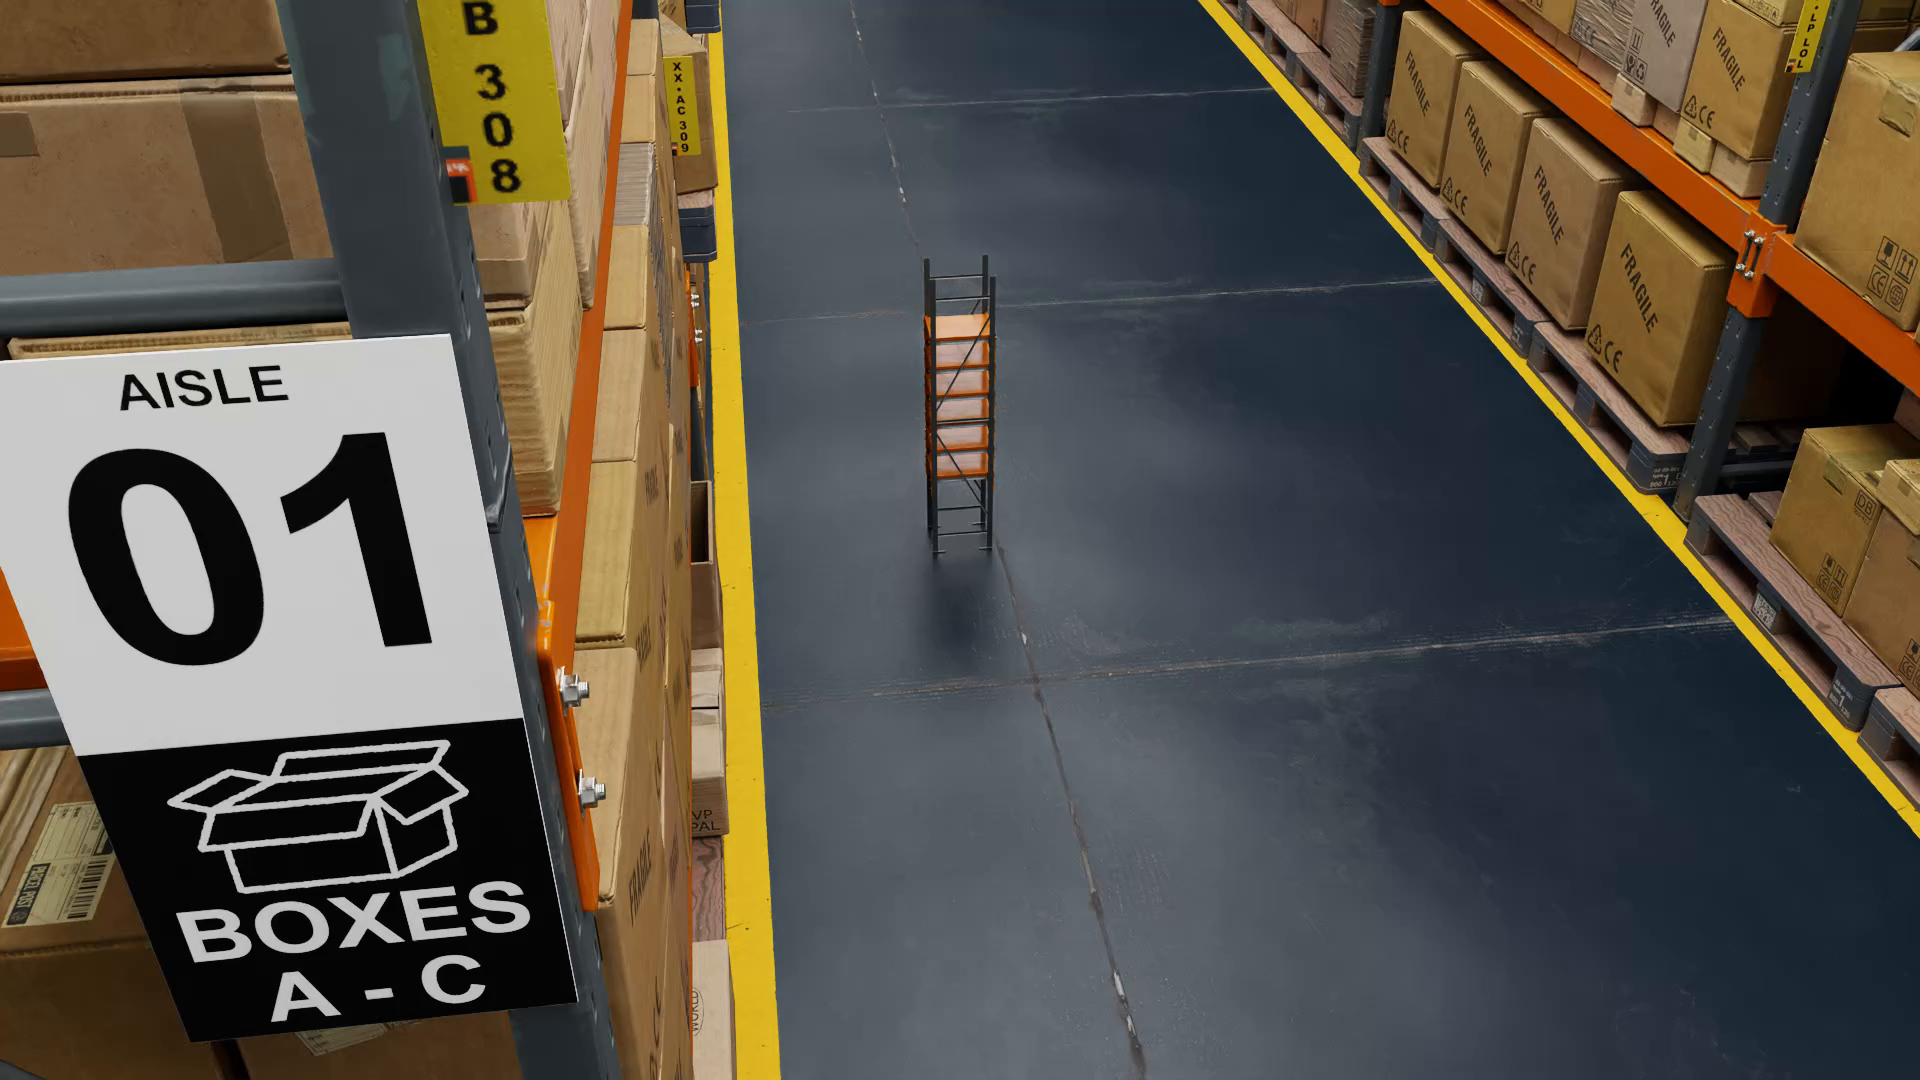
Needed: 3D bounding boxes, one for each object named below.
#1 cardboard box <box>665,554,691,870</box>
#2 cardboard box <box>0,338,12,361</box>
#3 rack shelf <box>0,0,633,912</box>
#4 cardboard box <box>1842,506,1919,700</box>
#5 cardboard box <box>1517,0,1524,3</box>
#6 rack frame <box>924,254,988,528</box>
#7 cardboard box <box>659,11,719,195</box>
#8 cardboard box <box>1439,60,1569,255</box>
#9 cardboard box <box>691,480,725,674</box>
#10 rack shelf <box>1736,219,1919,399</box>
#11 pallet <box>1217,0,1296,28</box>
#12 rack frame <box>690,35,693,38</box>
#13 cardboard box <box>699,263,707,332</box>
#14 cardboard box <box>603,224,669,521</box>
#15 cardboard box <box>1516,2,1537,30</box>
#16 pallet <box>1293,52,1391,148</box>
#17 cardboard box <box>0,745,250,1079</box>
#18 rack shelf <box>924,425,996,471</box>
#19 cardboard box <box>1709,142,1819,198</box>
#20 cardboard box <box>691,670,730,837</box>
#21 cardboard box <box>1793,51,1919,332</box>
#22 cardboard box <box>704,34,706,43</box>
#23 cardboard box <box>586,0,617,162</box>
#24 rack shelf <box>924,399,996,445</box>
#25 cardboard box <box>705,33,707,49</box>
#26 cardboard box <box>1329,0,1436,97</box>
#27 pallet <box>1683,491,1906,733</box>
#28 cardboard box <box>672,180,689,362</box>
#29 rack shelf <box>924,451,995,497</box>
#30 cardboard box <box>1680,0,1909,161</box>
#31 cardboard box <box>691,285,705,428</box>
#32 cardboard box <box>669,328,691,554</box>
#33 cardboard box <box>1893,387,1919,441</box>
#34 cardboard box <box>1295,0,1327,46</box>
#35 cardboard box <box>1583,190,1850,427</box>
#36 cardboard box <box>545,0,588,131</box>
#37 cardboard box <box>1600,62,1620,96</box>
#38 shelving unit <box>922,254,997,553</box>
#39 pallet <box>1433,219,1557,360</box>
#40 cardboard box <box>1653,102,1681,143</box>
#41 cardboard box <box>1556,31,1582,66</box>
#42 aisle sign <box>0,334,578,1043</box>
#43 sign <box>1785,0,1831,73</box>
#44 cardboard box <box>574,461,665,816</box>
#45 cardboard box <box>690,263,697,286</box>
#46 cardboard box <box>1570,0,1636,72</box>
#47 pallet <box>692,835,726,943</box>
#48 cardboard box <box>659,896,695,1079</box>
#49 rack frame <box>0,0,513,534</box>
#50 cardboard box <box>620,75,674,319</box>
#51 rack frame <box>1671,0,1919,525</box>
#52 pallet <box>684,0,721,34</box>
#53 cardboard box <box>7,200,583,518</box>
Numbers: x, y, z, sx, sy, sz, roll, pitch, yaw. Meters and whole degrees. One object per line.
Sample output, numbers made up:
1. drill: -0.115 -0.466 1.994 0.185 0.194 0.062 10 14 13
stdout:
1. cardboard box: -0.837 0.360 3.470 0.500 0.500 0.500 -4 35 -7
2. cardboard box: -1.230 -0.208 1.861 0.500 0.250 0.500 -4 35 -6
3. rack shelf: -1.168 -0.822 3.268 1.077 0.370 4.000 -4 35 -6
4. cardboard box: 3.534 0.192 5.651 0.700 0.500 0.500 -5 35 -7
5. cardboard box: 2.871 -2.917 7.997 0.500 0.500 0.500 -5 35 -7
6. rack frame: -0.014 -0.555 6.499 0.240 1.200 0.006 -4 35 -6
7. cardboard box: -1.279 -1.492 5.814 0.700 0.500 0.500 -16 37 -22
8. cardboard box: 3.013 -1.981 8.529 0.750 0.750 0.750 -5 35 -7
9. cardboard box: -1.080 0.152 5.693 0.500 0.500 0.500 -4 35 -6
10. rack shelf: 3.740 0.040 4.666 1.077 0.370 4.000 -4 35 -6
11. pallet: 2.501 -4.251 12.800 1.003 0.211 1.213 -4 35 -6
12. rack frame: -1.975 -3.228 8.823 1.000 3.000 0.127 -4 35 -6
13. cardboard box: -1.471 -1.291 7.811 0.500 0.500 0.500 -6 35 -8
14. cardboard box: -0.907 -0.340 3.608 0.500 0.500 0.500 -5 35 -7
15. cardboard box: 2.948 -2.593 8.096 0.380 0.149 0.250 -4 34 -6
16. pallet: 2.829 -2.889 10.802 1.003 0.211 1.213 -4 35 -6
17. cardboard box: -1.232 0.554 2.296 0.500 0.500 0.500 -5 35 -7
18. rack shelf: -0.002 -0.368 6.517 0.258 0.103 0.180 -4 35 -6
19. cardboard box: 3.145 -1.445 6.412 0.380 0.149 0.250 -4 34 -6
20. cardboard box: -0.979 0.648 5.132 0.500 0.311 0.500 -4 35 -6
21. cardboard box: 3.528 -1.193 5.571 0.980 0.700 0.700 -4 34 -6
22. cardboard box: -1.900 -3.389 10.630 0.500 0.311 0.500 -5 35 -8
23. cardboard box: -0.840 -0.806 2.739 0.500 0.250 0.500 -4 35 -6
24. rack shelf: -0.002 -0.467 6.449 0.258 0.103 0.180 -4 35 -6
25. cardboard box: -1.968 -3.436 11.197 0.500 0.250 0.500 -4 34 -5
26. cardboard box: 2.784 -3.152 10.540 0.700 0.500 0.500 -4 34 -6
27. pallet: 3.496 0.209 6.255 1.003 0.211 1.213 -4 35 -6
28. cardboard box: -1.116 -0.778 5.139 0.500 0.500 0.500 -4 34 -6
29. rack shelf: -0.002 -0.269 6.584 0.258 0.103 0.180 -4 35 -6
30. cardboard box: 3.159 -1.784 6.334 0.500 0.500 0.500 -5 35 -7
31. cardboard box: -1.344 -0.730 6.986 0.500 0.500 0.500 -4 34 -6
32. cardboard box: -0.974 -0.204 4.296 0.500 0.500 0.500 -4 34 -5
33. cardboard box: 3.647 -0.453 6.021 0.380 0.149 0.250 -5 35 -7
34. cardboard box: 2.735 -3.723 11.379 0.700 0.500 0.500 -5 35 -7
35. cardboard box: 3.255 -1.011 7.106 0.750 0.750 0.750 -4 34 -6
36. cardboard box: -0.771 -0.734 2.189 0.500 0.250 0.500 -4 35 -6
37. cardboard box: 3.036 -2.016 7.250 0.380 0.149 0.250 -4 35 -6
38. shelving unit: -0.002 -0.504 6.424 0.258 1.200 0.189 -4 35 -6
39. pallet: 3.125 -1.328 8.511 1.003 0.211 1.213 -4 35 -6
40. cardboard box: 3.097 -1.732 6.833 0.380 0.149 0.250 -3 34 -5
41. cardboard box: 2.993 -2.306 7.676 0.380 0.149 0.250 -3 34 -5
42. aisle sign: -0.599 0.178 1.517 0.394 0.787 0.004 -4 35 -6
43. sign: 2.934 -1.772 5.729 0.100 0.325 0.005 -4 35 -6
44. cardboard box: -0.776 0.223 2.782 0.500 0.500 0.500 -4 34 -6
45. cardboard box: -1.395 -1.301 7.159 0.500 0.250 0.500 -4 35 -6
46. cardboard box: 3.021 -2.349 7.163 0.500 0.500 0.500 -4 35 -6
47. pallet: -1.179 1.222 4.769 1.003 0.211 1.213 -4 35 -6
48. cardboard box: -0.698 0.927 2.637 0.500 0.500 0.500 -4 34 -5
49. rack frame: -0.899 -1.243 0.583 1.000 3.000 0.127 -4 35 -6
50. cardboard box: -1.041 -0.902 4.433 0.500 0.500 0.500 -5 35 -7
51. rack frame: 3.471 -1.373 6.101 1.000 3.000 0.127 -4 35 -6
52. pallet: -1.815 -2.776 8.330 1.213 0.211 1.003 -4 35 -6
53. cardboard box: -0.717 -0.247 1.919 0.500 0.250 0.500 -4 35 -6
